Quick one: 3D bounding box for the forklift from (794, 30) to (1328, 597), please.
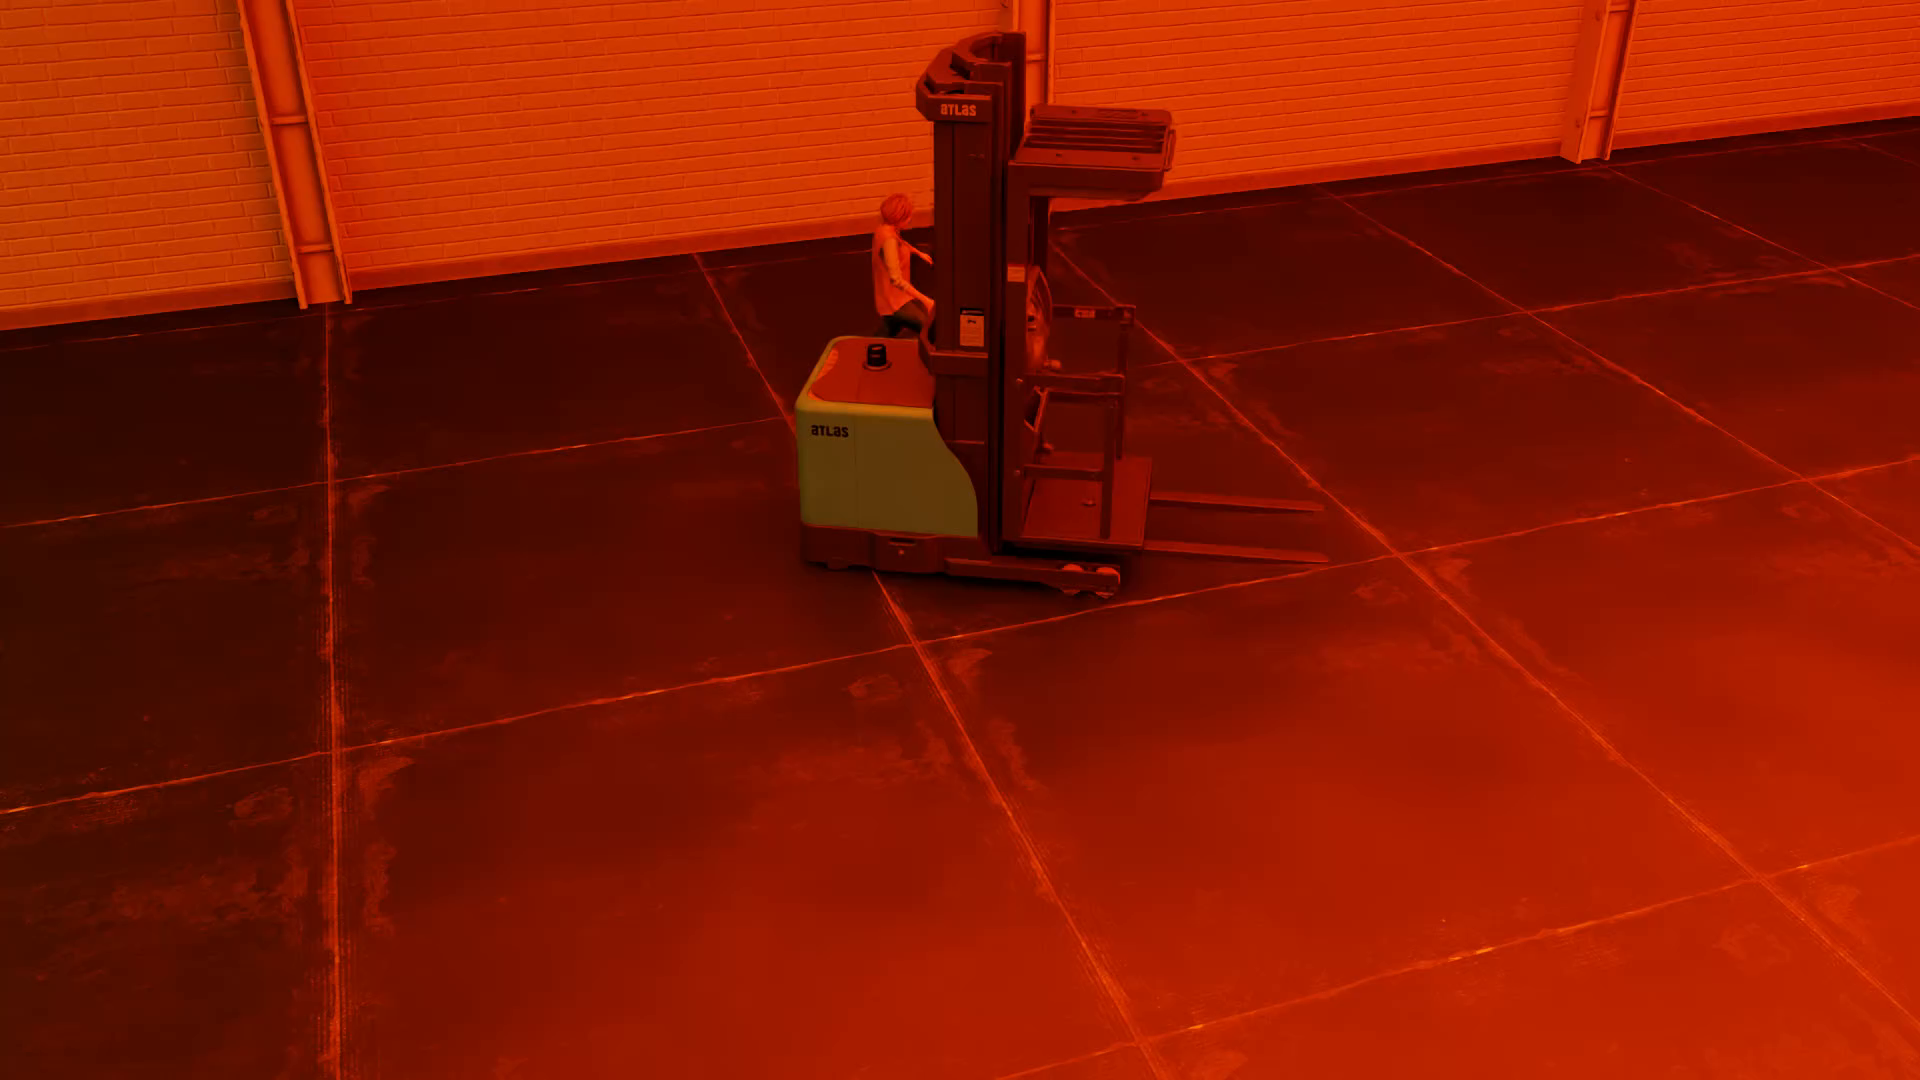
[{"bbox_3d":[0.625,-1.233,9.230,3.031,2.935,1.130,4,30,8],"label":"forklift"}]

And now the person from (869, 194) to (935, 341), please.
[{"bbox_3d":[-0.375,-1.701,11.605,0.842,1.448,0.880,-4,30,-7],"label":"person"}]
